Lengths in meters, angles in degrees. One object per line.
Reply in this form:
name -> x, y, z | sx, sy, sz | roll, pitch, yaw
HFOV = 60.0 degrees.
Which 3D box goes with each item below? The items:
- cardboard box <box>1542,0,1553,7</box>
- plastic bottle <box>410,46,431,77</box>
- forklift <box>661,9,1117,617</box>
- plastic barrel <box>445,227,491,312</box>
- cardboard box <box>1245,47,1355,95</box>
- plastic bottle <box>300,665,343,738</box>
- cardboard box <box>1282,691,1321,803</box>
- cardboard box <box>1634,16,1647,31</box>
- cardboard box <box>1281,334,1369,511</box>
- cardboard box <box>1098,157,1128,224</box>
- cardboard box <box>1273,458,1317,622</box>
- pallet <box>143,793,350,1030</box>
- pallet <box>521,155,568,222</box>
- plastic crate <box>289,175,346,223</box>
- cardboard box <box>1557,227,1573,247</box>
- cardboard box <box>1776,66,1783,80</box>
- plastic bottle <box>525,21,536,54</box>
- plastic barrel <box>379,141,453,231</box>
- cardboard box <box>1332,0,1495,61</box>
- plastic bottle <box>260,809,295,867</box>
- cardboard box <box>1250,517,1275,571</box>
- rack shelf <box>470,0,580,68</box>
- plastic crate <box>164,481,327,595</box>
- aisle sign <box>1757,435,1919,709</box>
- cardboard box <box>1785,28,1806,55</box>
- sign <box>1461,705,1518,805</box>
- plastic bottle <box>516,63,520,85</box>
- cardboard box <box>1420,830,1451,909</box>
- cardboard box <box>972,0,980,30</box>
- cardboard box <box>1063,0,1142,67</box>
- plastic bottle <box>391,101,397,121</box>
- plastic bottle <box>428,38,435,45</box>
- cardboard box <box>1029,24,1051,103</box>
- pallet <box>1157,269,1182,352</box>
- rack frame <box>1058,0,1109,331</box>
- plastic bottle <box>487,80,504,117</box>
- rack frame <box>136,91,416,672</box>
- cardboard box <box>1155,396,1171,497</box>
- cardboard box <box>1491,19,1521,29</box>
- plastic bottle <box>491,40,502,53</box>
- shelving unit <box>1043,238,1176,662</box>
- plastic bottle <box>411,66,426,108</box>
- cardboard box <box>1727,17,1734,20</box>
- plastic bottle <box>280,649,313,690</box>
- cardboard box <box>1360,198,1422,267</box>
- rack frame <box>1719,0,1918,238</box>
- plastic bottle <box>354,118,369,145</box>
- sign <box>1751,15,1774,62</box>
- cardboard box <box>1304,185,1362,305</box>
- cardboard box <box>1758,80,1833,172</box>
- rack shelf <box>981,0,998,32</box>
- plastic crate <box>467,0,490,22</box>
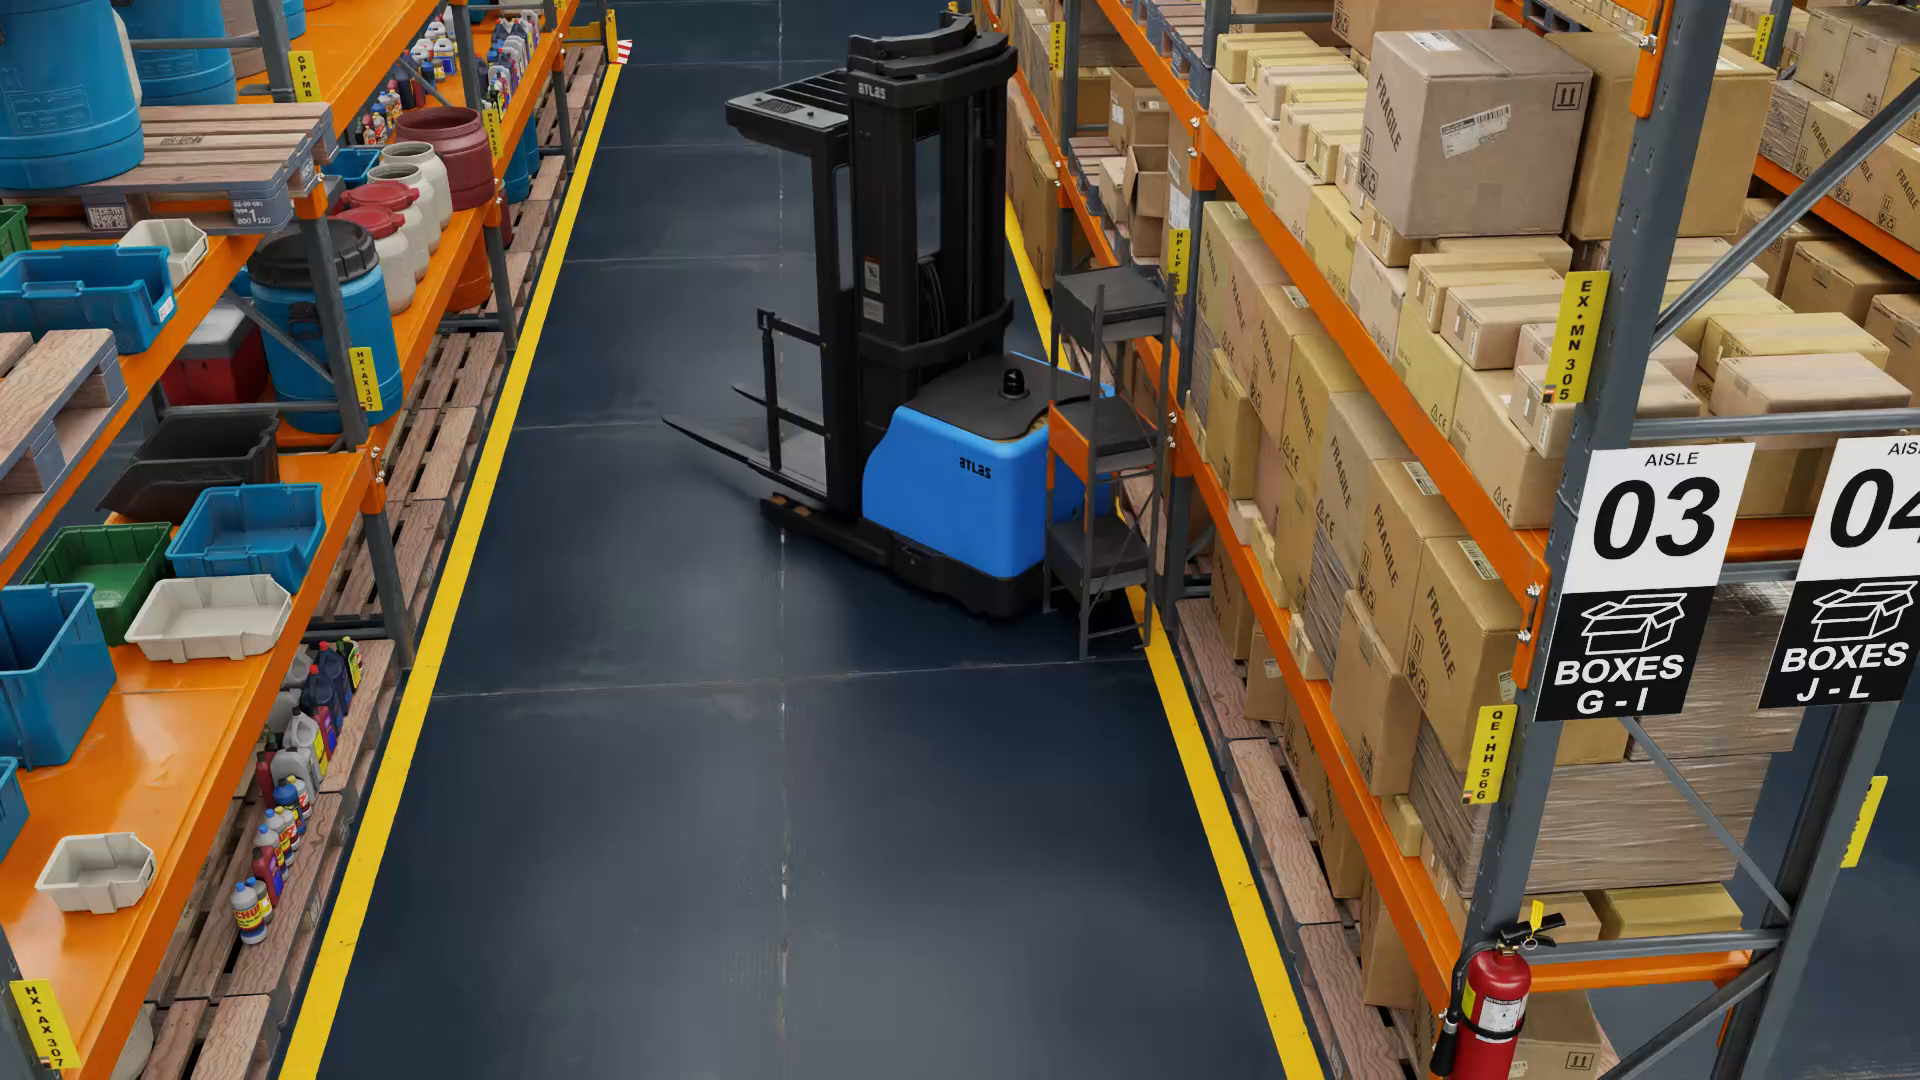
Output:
cardboard box -> 5.400, -4.831, 14.747 | 0.380, 0.149, 0.250 | -2, 31, -4
plastic bottle -> -4.317, -3.800, 13.308 | 0.152, 0.276, 0.135 | -3, 31, -5
forklift -> -0.554, -1.472, 9.356 | 3.031, 2.935, 1.130 | 24, 38, 34
plastic barrel -> -3.778, -2.155, 12.139 | 0.600, 0.830, 0.708 | -3, 31, -5
cardboard box -> 1.405, -1.933, 6.894 | 0.380, 0.149, 0.250 | -4, 31, -7
plastic bottle -> -2.977, 0.747, 7.729 | 0.144, 0.351, 0.185 | -4, 31, -7
cardboard box -> 1.784, 0.852, 7.426 | 0.500, 0.500, 0.500 | -5, 31, -9
cardboard box -> 5.566, -4.036, 13.128 | 0.380, 0.149, 0.250 | -3, 31, -5
cardboard box -> 1.530, -0.445, 6.207 | 0.500, 0.500, 0.500 | -3, 31, -5
cardboard box -> 1.143, -2.143, 10.150 | 0.500, 0.250, 0.500 | -4, 31, -6
cardboard box -> 1.734, -0.025, 6.480 | 0.875, 0.500, 0.500 | -3, 31, -5
pallet -> -3.204, 1.552, 6.946 | 1.003, 0.211, 1.213 | -3, 31, -5
pallet -> -4.059, -3.106, 14.744 | 1.003, 0.211, 1.213 | -3, 31, -5
plastic crate -> -3.869, -1.845, 9.851 | 0.402, 0.464, 0.583 | -3, 31, -5
cardboard box -> 2.080, -1.022, 5.368 | 0.380, 0.149, 0.250 | -4, 31, -7
cardboard box -> 6.297, -3.528, 12.567 | 0.380, 0.149, 0.250 | -1, 31, -2
plastic bottle -> -3.697, -4.274, 14.101 | 0.152, 0.276, 0.135 | -3, 31, -5
plastic barrel -> -3.407, -2.190, 10.382 | 0.421, 0.512, 0.421 | 0, 31, 0
cardboard box -> 1.885, -2.308, 6.888 | 0.500, 0.500, 0.500 | -4, 31, -6
plastic bottle -> -2.869, 1.243, 6.975 | 0.097, 0.271, 0.097 | 0, 31, 0
cardboard box -> 1.451, 0.017, 7.041 | 0.380, 0.149, 0.250 | -3, 31, -5
rack shelf -> -4.276, -5.411, 16.586 | 1.077, 0.370, 4.000 | -3, 31, -5
plastic crate -> -2.968, 0.001, 6.968 | 0.499, 0.251, 0.616 | -3, 31, -5
aisle sign -> 2.267, 0.091, 4.137 | 0.394, 0.787, 0.004 | -3, 31, -5
cardboard box -> 6.313, -3.656, 12.200 | 0.380, 0.149, 0.250 | -3, 31, -5
sign -> 1.409, 0.574, 4.427 | 0.100, 0.325, 0.005 | -3, 31, -5
plastic bottle -> -3.577, -3.739, 13.279 | 0.097, 0.201, 0.097 | 0, 31, 0
cardboard box -> 1.708, 1.035, 5.338 | 0.380, 0.149, 0.250 | -3, 31, -5
cardboard box -> 0.608, -5.924, 18.405 | 0.875, 0.875, 0.875 | -3, 31, -5
cardboard box -> 1.163, -3.742, 12.014 | 0.797, 0.503, 0.637 | -2, 31, -3
plastic bottle -> -4.238, -3.184, 12.349 | 0.097, 0.201, 0.097 | 0, 31, 0
plastic bottle -> -4.399, -4.062, 13.820 | 0.097, 0.201, 0.097 | 0, 31, 0
cardboard box -> 0.830, -3.697, 12.917 | 0.500, 0.500, 0.500 | -4, 31, -6
pallet -> 1.663, -1.167, 8.965 | 1.003, 0.211, 1.213 | -3, 31, -5
rack frame -> 1.216, -2.894, 11.670 | 1.000, 3.000, 0.127 | -3, 31, -5
plastic bottle -> -3.495, -3.321, 12.510 | 0.097, 0.271, 0.097 | 0, 31, 0
rack frame -> -3.342, -0.615, 7.854 | 1.000, 3.000, 0.127 | -3, 31, -5
cardboard box -> 1.528, -0.527, 9.715 | 0.700, 0.500, 0.500 | -3, 31, -5
cardboard box -> 5.790, -5.452, 17.742 | 0.380, 0.149, 0.250 | -4, 31, -6
plastic bottle -> -3.759, -3.930, 13.530 | 0.097, 0.271, 0.097 | 0, 31, 0
shelving unit -> 0.728, -0.421, 8.407 | 0.431, 2.100, 0.503 | -11, 33, -18
plastic bottle -> -4.159, -3.478, 12.761 | 0.061, 0.283, 0.133 | -3, 31, -5
cardboard box -> 5.615, -3.898, 12.607 | 0.380, 0.149, 0.250 | -2, 31, -3
plastic bottle -> -3.138, 0.656, 7.882 | 0.144, 0.351, 0.185 | -3, 31, -5
cardboard box -> 1.512, -0.996, 5.324 | 0.380, 0.149, 0.250 | -4, 31, -7
rack frame -> 6.163, -3.080, 11.982 | 1.000, 3.000, 0.127 | -3, 31, -5
plastic bottle -> -4.178, -2.793, 11.615 | 0.061, 0.283, 0.133 | -3, 31, -5
sign -> 5.624, -3.513, 11.654 | 0.100, 0.325, 0.005 | -3, 31, -5
cardboard box -> 1.524, -1.041, 5.788 | 0.500, 0.250, 0.500 | -3, 31, -5
cardboard box -> 5.936, -2.881, 11.551 | 0.500, 0.500, 0.500 | -2, 31, -4
rack shelf -> 0.655, -5.649, 16.983 | 1.077, 0.370, 4.000 | -3, 31, -5
plastic crate -> -4.473, -4.940, 15.052 | 0.392, 0.384, 0.575 | -3, 31, -5
